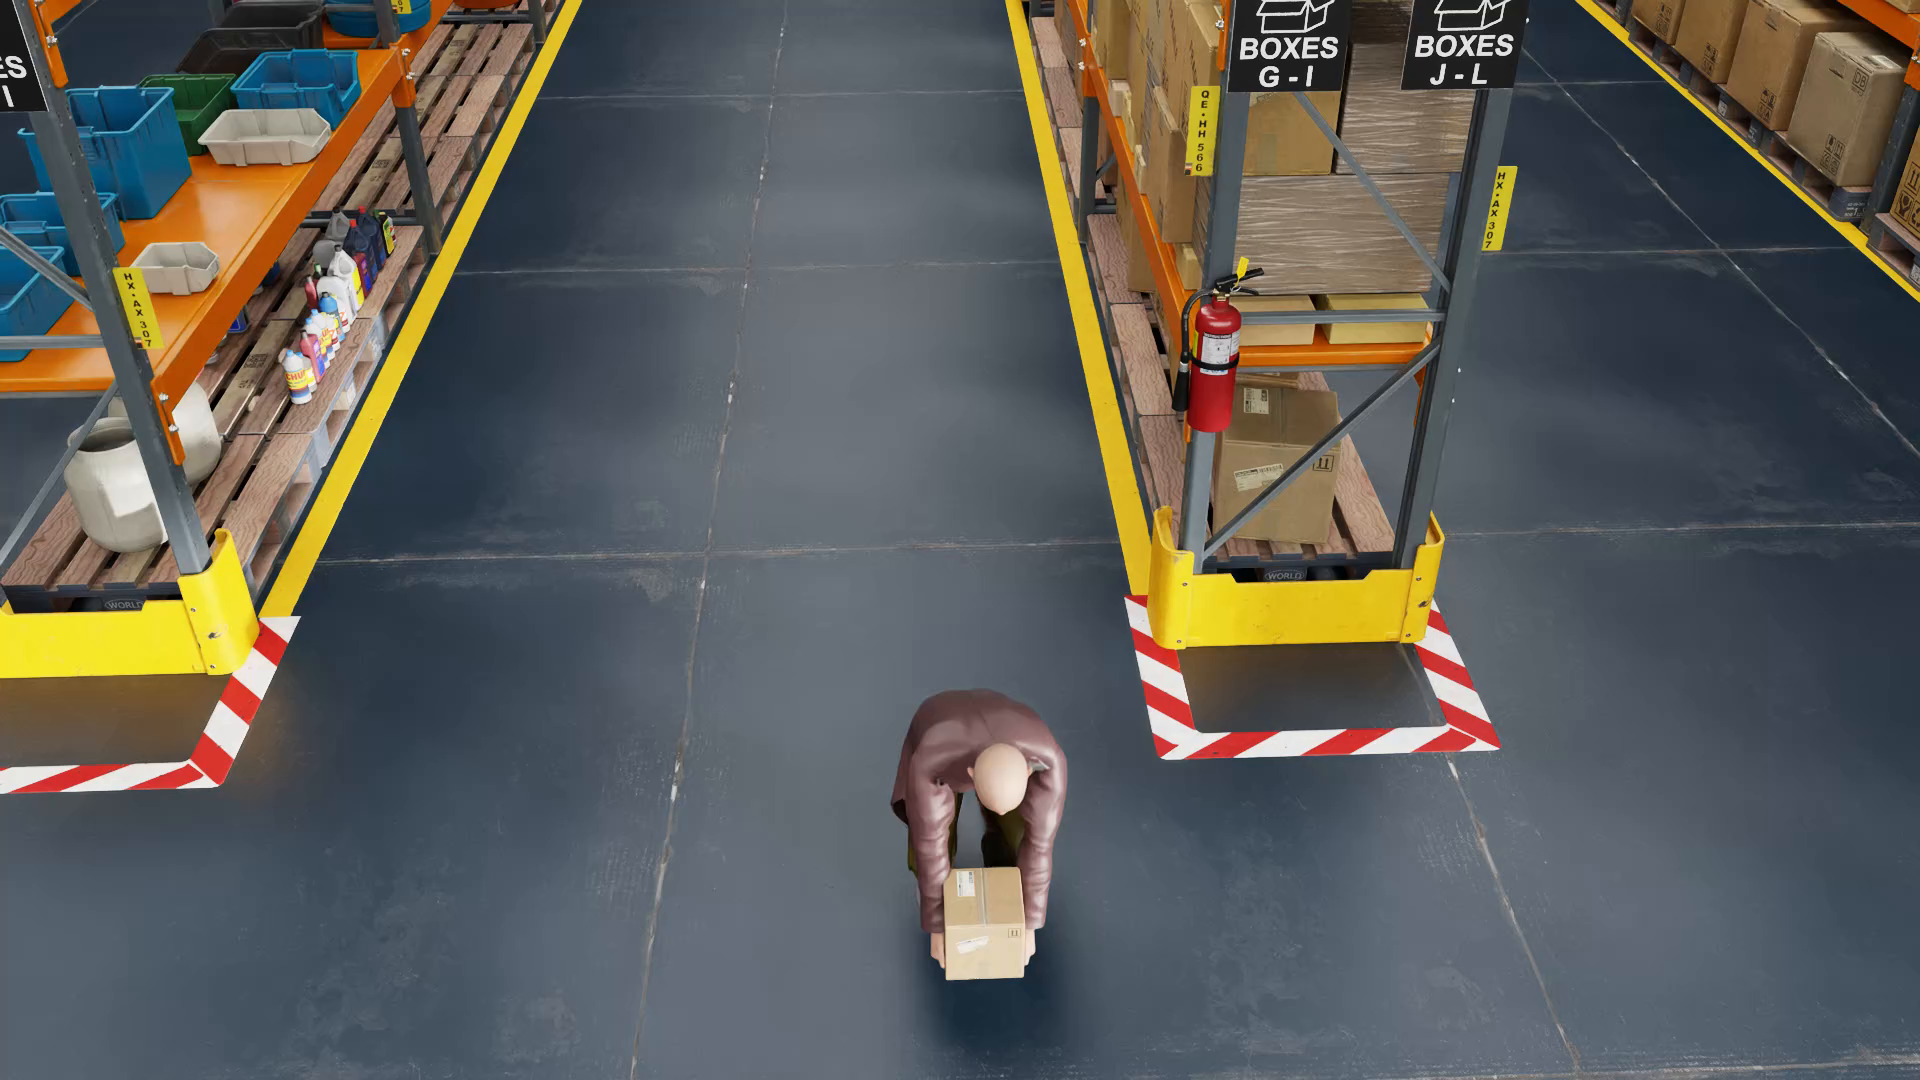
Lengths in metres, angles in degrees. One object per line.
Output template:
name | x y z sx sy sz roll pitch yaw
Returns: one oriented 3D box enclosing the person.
person | 0.055 0.894 5.561 0.583 0.992 0.937 -3 35 -4
